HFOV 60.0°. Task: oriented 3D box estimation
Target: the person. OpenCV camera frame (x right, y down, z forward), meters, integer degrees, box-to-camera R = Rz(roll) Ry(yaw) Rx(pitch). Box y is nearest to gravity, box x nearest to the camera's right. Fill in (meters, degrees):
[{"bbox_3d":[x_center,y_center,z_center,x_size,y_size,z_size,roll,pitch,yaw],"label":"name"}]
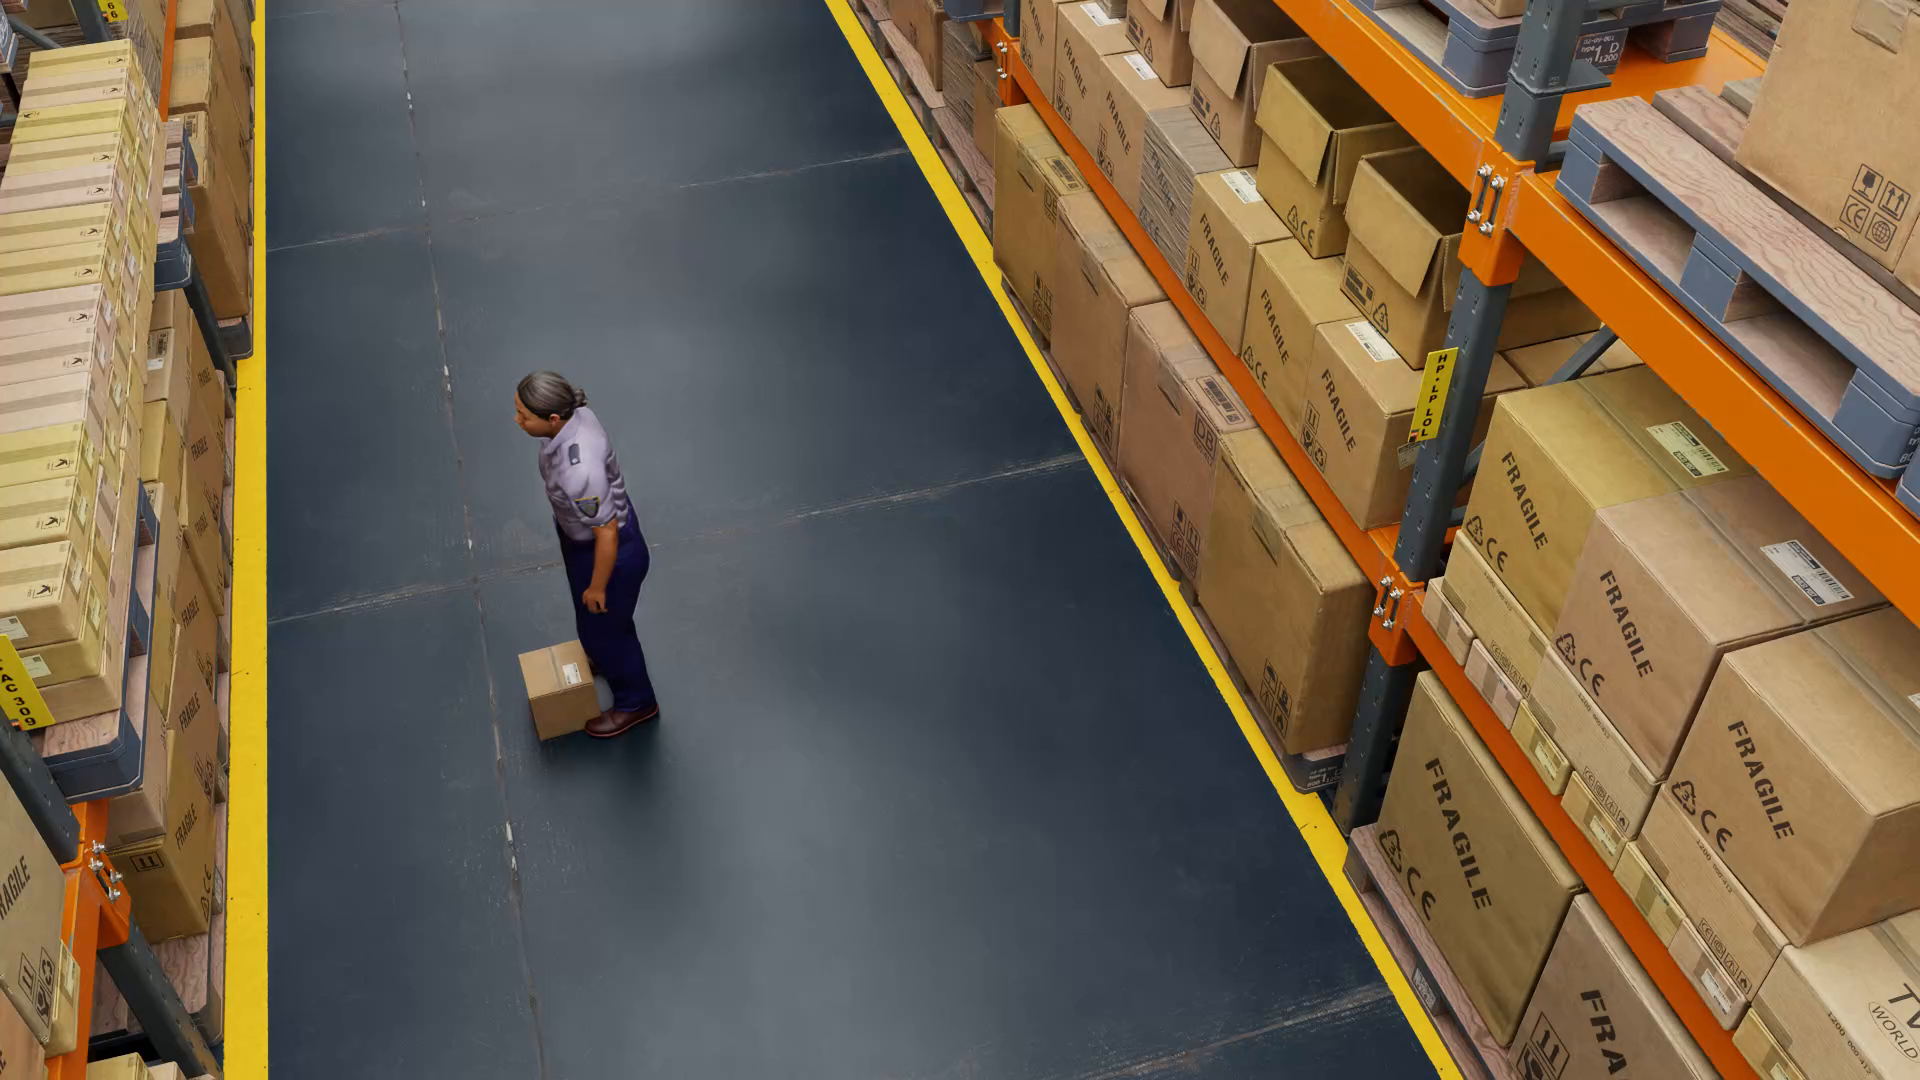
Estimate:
[{"bbox_3d":[-1.352,0.020,6.144,0.366,1.652,0.560,-14,44,-14],"label":"person"}]
